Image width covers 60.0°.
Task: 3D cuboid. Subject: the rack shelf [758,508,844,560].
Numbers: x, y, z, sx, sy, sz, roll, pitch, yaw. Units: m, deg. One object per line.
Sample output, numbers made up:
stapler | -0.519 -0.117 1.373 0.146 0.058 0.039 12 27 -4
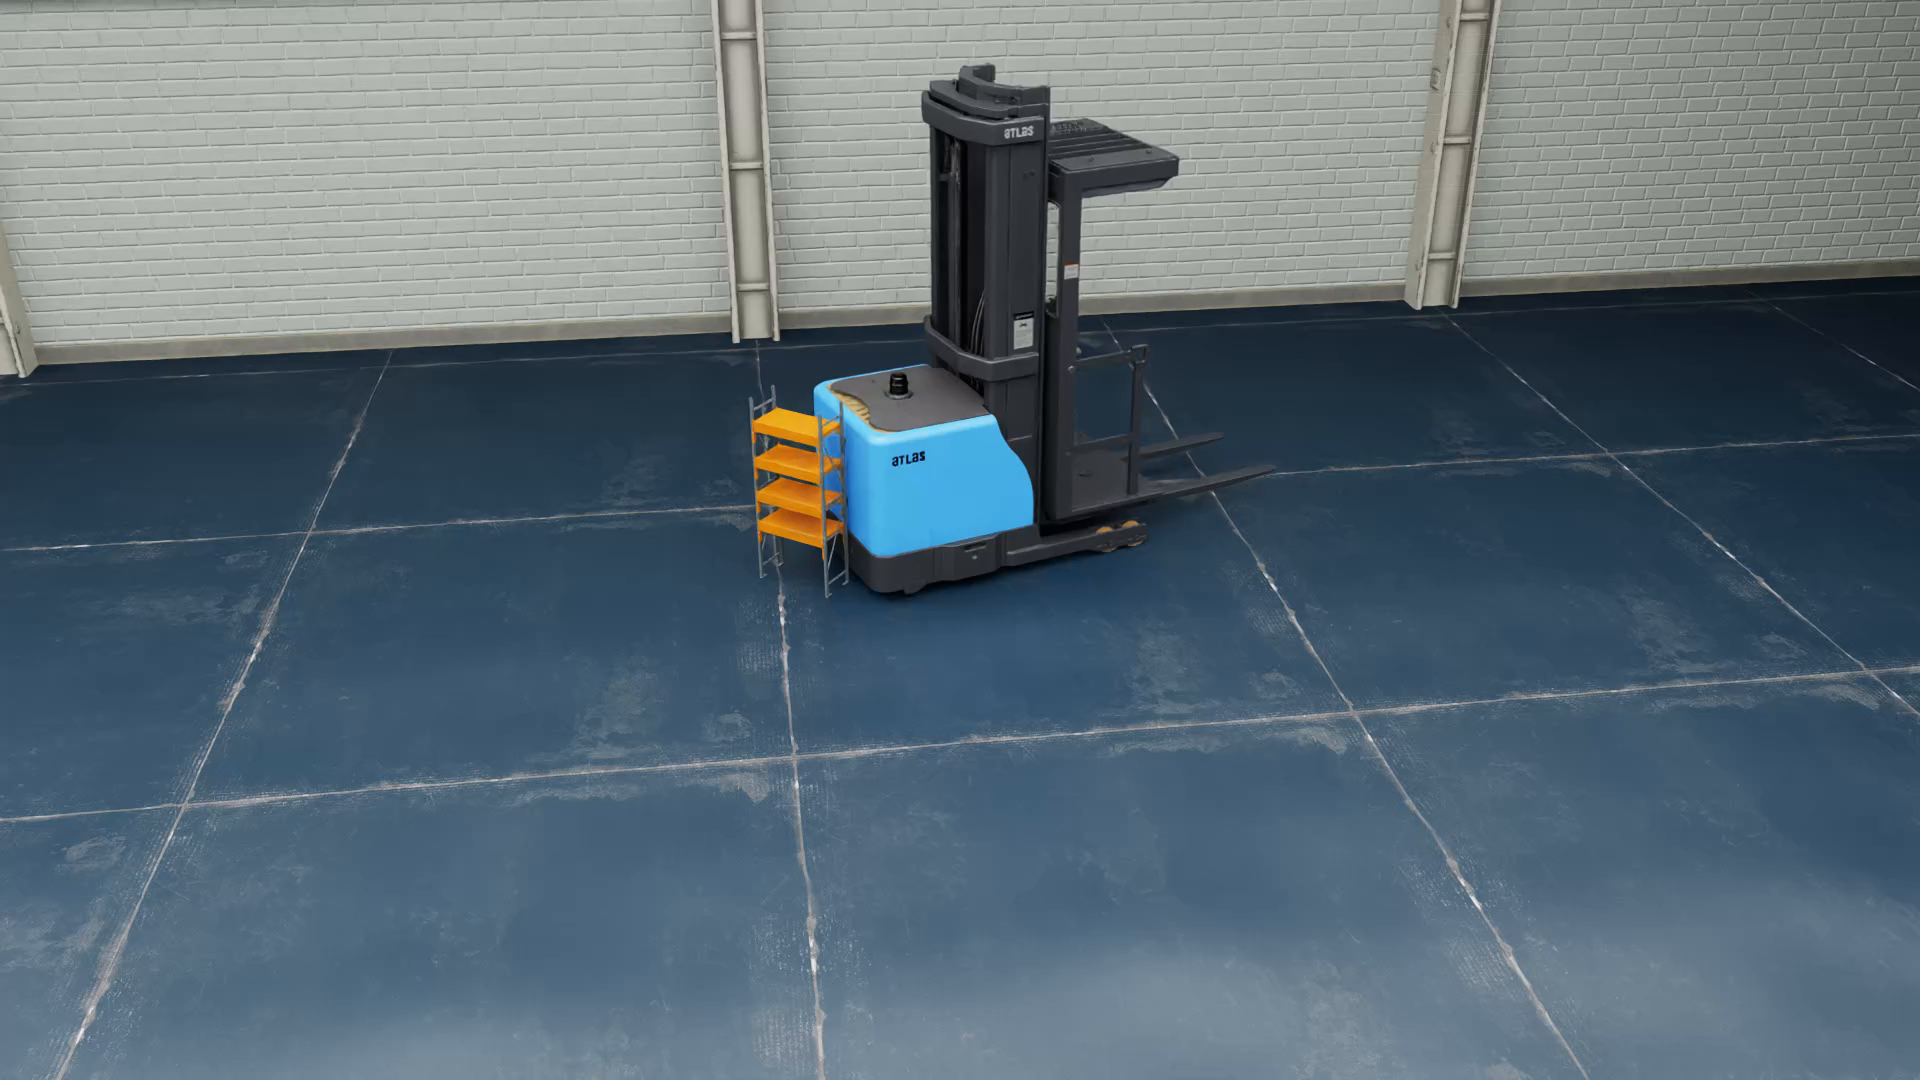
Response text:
rack shelf | -0.960 -0.051 10.117 0.480 0.148 0.258 15 31 27

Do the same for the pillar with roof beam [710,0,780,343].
pillar with roof beam | -1.135 -3.796 8.291 0.400 9.000 9.100 -4 27 -7

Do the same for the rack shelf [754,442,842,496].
rack shelf | -0.960 -0.427 9.924 0.480 0.148 0.258 15 31 27

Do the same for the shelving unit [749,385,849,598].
shelving unit | -0.960 -0.287 9.996 0.503 1.200 0.258 15 31 27

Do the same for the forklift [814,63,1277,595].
forklift | 0.634 -1.424 10.315 3.031 2.935 1.130 -13 30 -23

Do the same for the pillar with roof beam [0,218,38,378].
pillar with roof beam | -7.076 -3.415 7.548 0.400 9.000 9.100 -4 27 -7

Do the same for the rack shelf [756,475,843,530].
rack shelf | -0.960 -0.228 10.026 0.480 0.148 0.258 15 31 27

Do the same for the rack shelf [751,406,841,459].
rack shelf | -0.960 -0.637 9.816 0.480 0.148 0.258 15 31 27

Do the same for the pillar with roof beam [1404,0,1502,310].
pillar with roof beam | 4.807 -4.178 9.035 0.400 9.000 9.100 -4 27 -7

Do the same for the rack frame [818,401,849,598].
rack frame | -0.749 -0.231 9.886 0.015 1.200 0.240 15 31 27

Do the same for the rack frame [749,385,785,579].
rack frame | -1.170 -0.344 10.105 0.015 1.200 0.240 15 31 27
